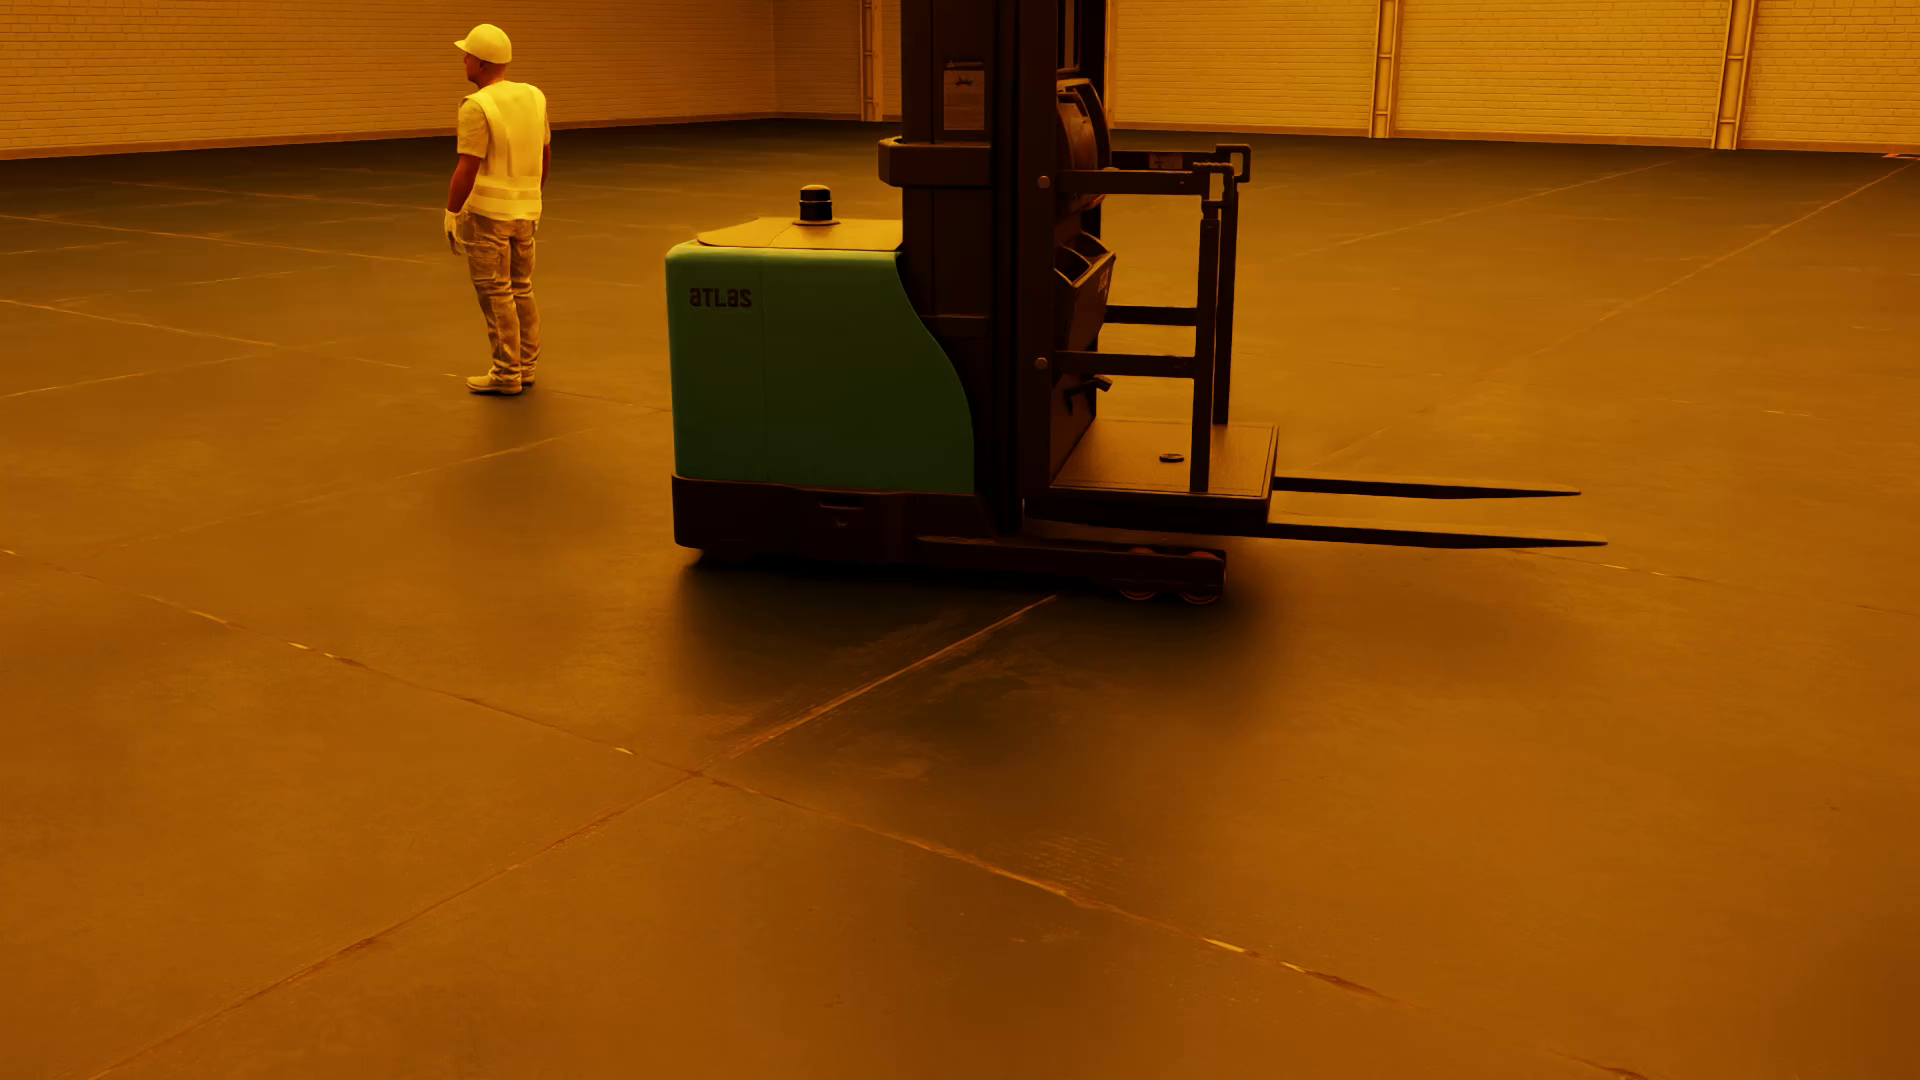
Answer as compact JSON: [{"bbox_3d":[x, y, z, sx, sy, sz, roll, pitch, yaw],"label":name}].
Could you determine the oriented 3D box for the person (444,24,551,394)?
[{"bbox_3d":[-2.333,-1.617,8.218,0.577,1.782,0.657,8,18,25],"label":"person"}]

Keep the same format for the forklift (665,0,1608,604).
[{"bbox_3d":[0.595,-1.367,5.404,3.031,2.935,1.130,4,17,12],"label":"forklift"}]
